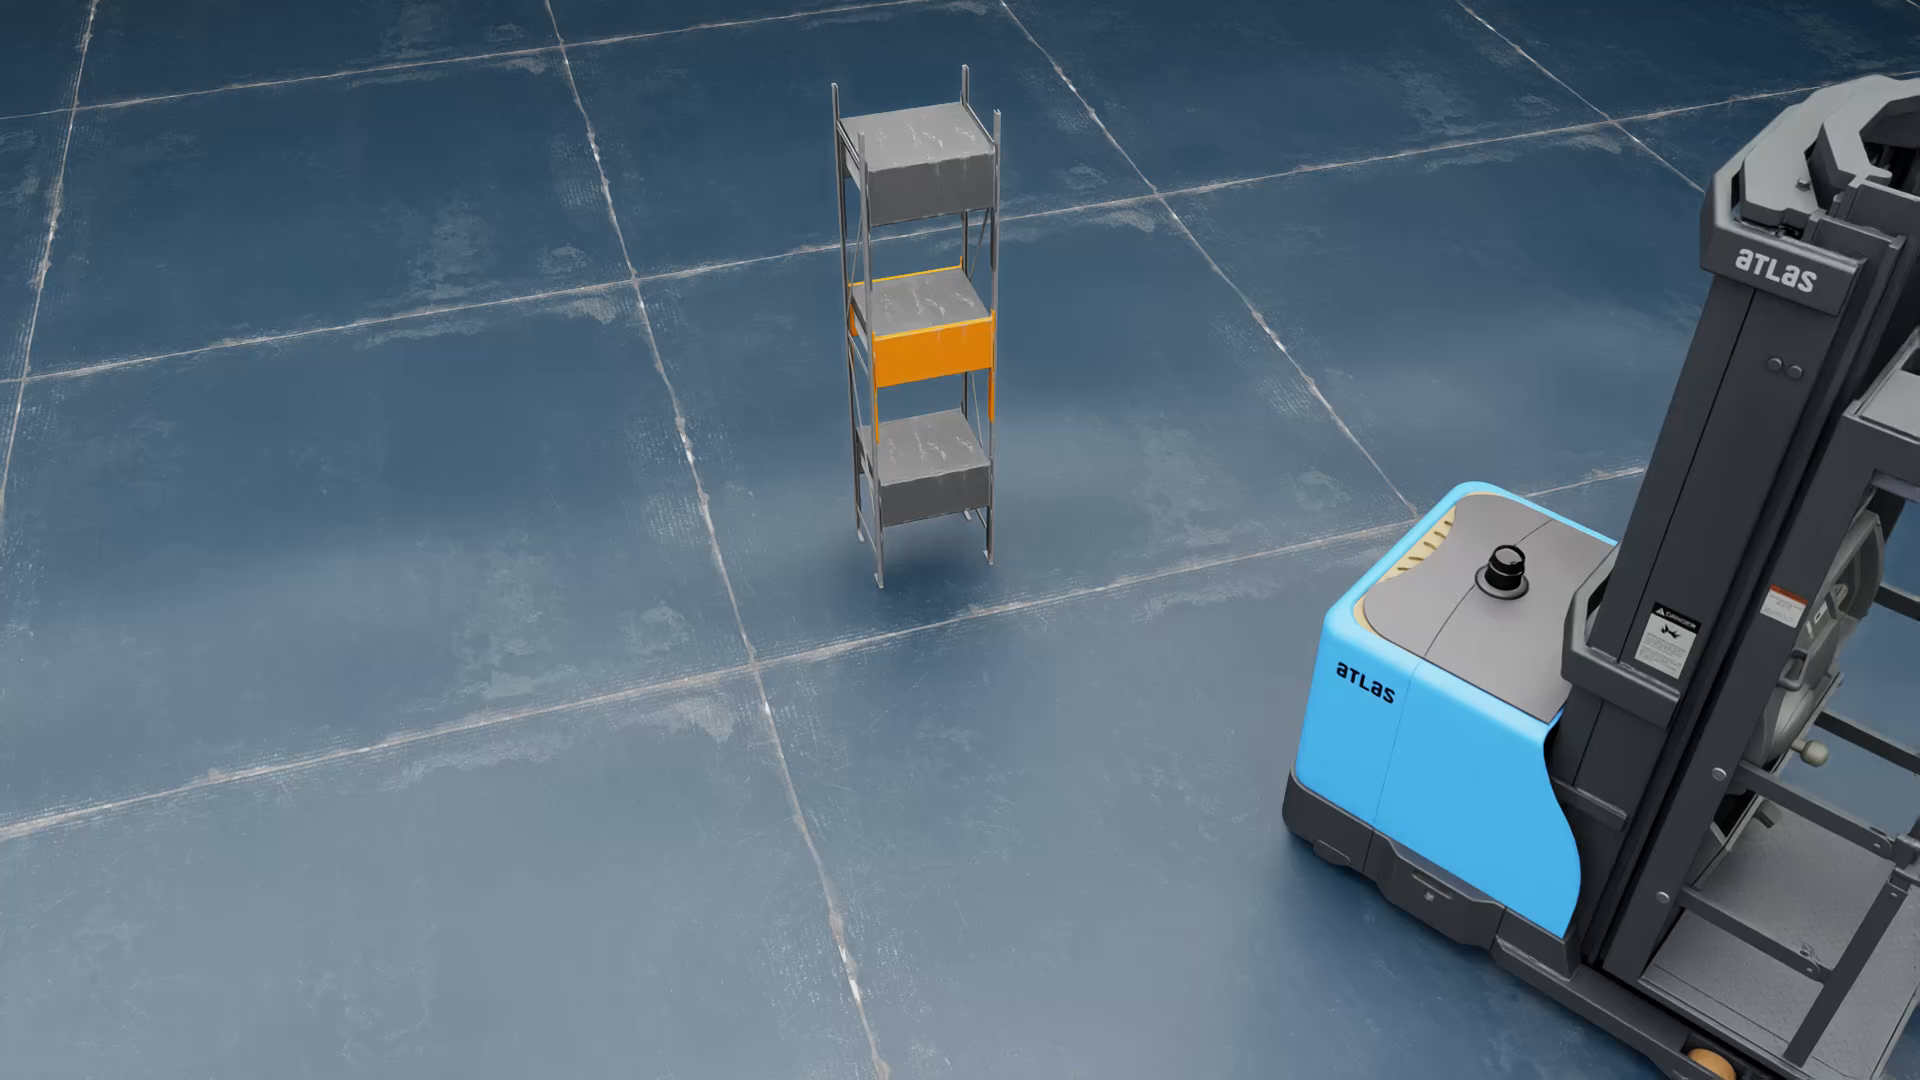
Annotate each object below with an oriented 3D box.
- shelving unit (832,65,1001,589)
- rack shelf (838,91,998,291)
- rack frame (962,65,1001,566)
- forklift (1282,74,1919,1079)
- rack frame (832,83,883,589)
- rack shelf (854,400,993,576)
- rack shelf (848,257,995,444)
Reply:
[{"bbox_3d":[-0.158,-0.758,6.522,0.503,2.100,0.431,-12,42,-13],"label":"shelving unit"},{"bbox_3d":[-0.158,-1.275,6.070,0.480,0.518,0.431,-12,42,-13],"label":"rack shelf"},{"bbox_3d":[0.075,-0.806,6.577,0.015,2.100,0.400,-12,42,-13],"label":"rack frame"},{"bbox_3d":[2.603,0.349,4.622,3.031,2.935,1.130,30,49,30],"label":"forklift"},{"bbox_3d":[-0.391,-0.710,6.467,0.015,2.100,0.400,-12,42,-13],"label":"rack frame"},{"bbox_3d":[-0.158,-0.221,6.991,0.480,0.518,0.431,-12,42,-13],"label":"rack shelf"},{"bbox_3d":[-0.158,-0.748,6.531,0.480,0.518,0.431,-12,42,-13],"label":"rack shelf"}]
